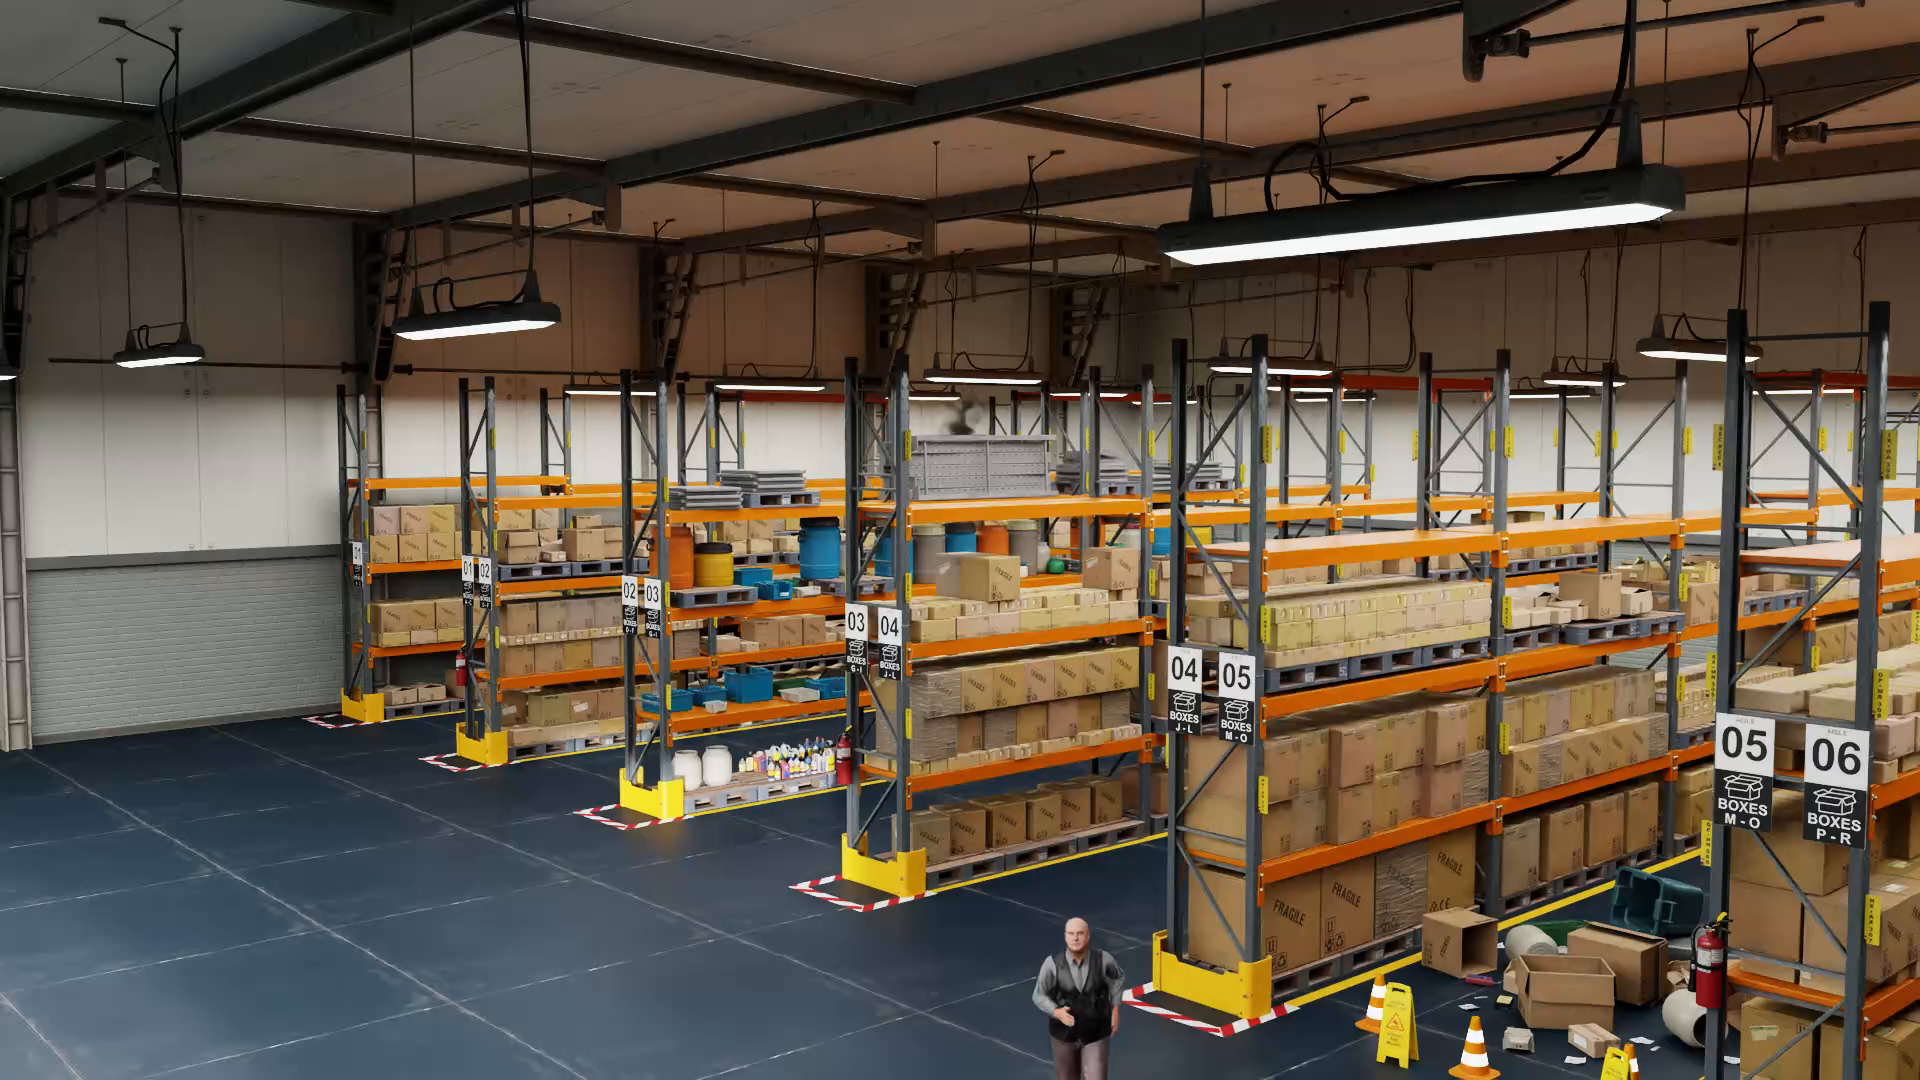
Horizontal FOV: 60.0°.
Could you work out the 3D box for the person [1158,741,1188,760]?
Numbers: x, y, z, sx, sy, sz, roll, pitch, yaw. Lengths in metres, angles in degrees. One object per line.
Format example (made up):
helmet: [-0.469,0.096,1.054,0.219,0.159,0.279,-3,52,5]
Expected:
person: [3.364,2.614,26.030,0.602,1.746,0.712,3,5,41]

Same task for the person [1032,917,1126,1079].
person: [0.841,3.546,11.759,0.658,1.770,0.734,0,4,6]
